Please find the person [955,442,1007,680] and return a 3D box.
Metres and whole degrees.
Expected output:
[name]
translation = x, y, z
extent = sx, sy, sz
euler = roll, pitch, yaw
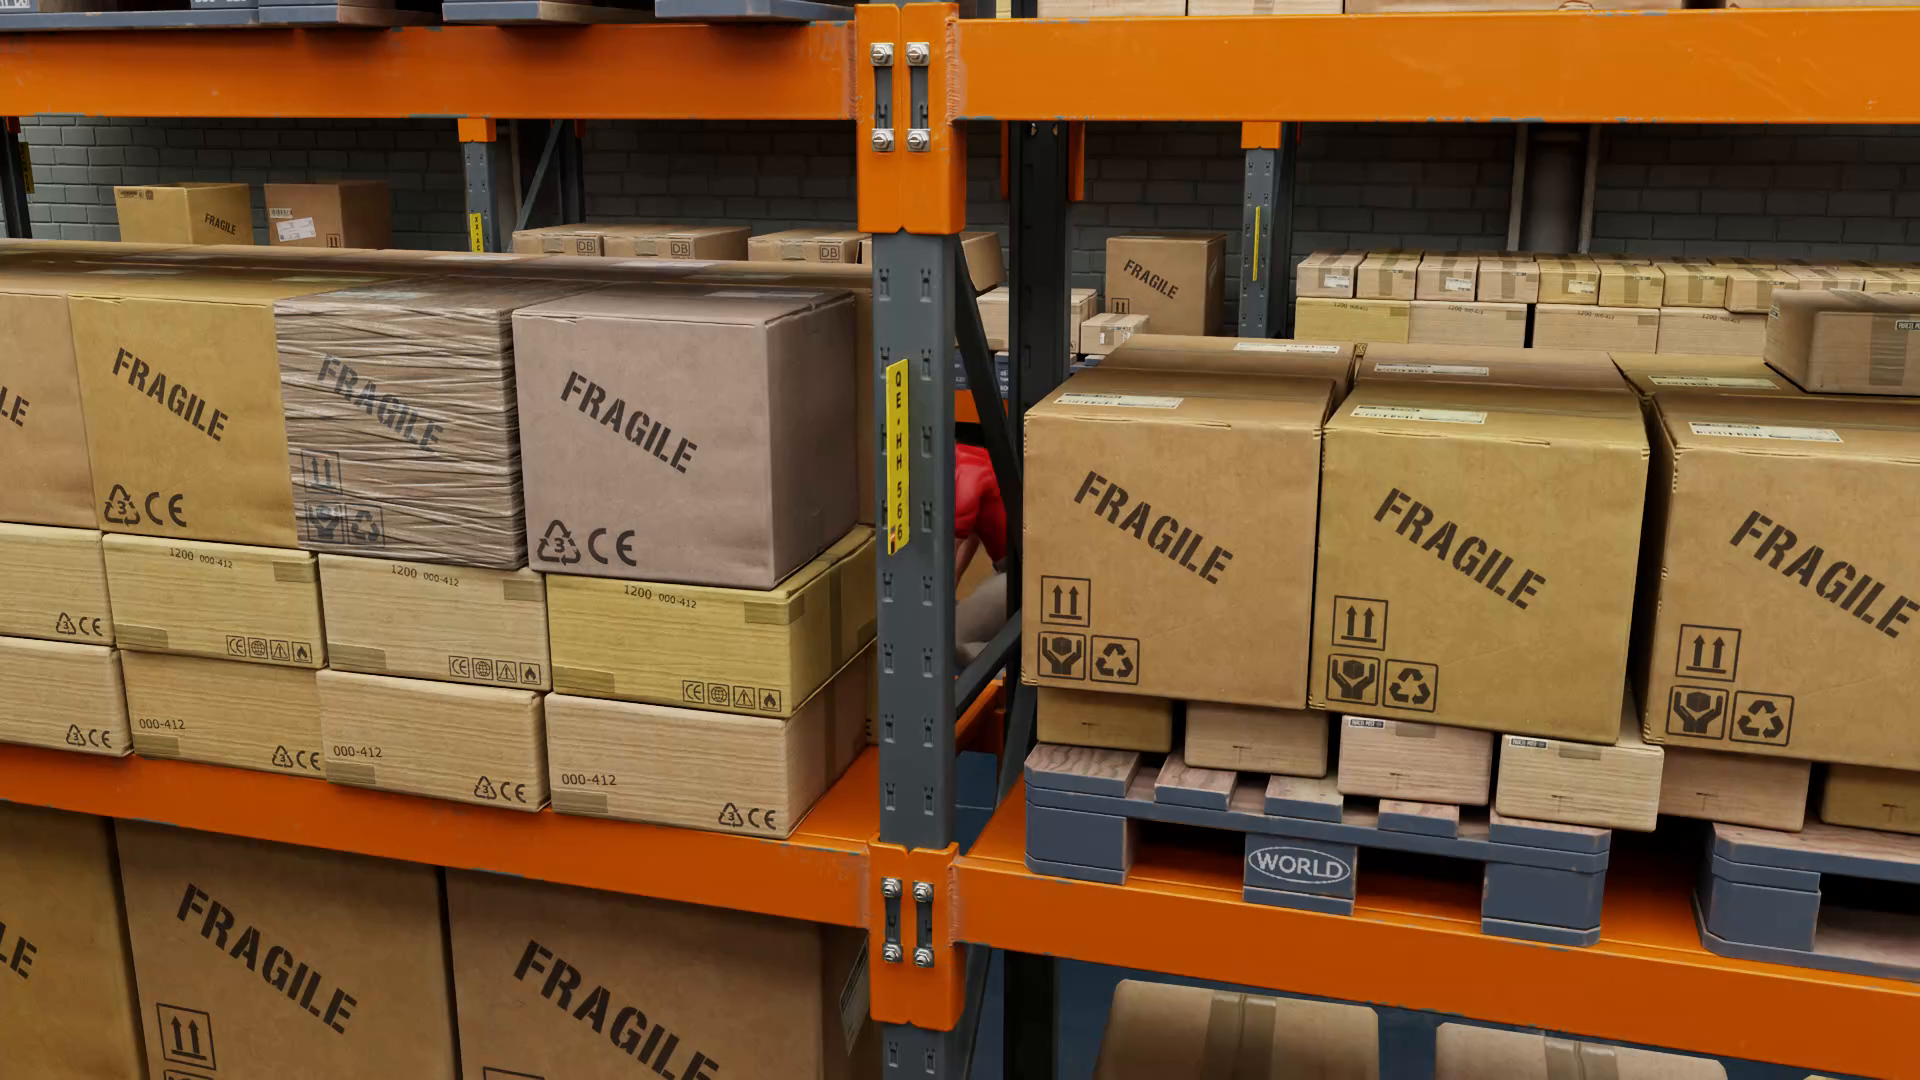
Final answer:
[person]
translation = 0.125, 0.153, 7.223
extent = 0.739, 1.352, 0.590
euler = 4, 16, 16
